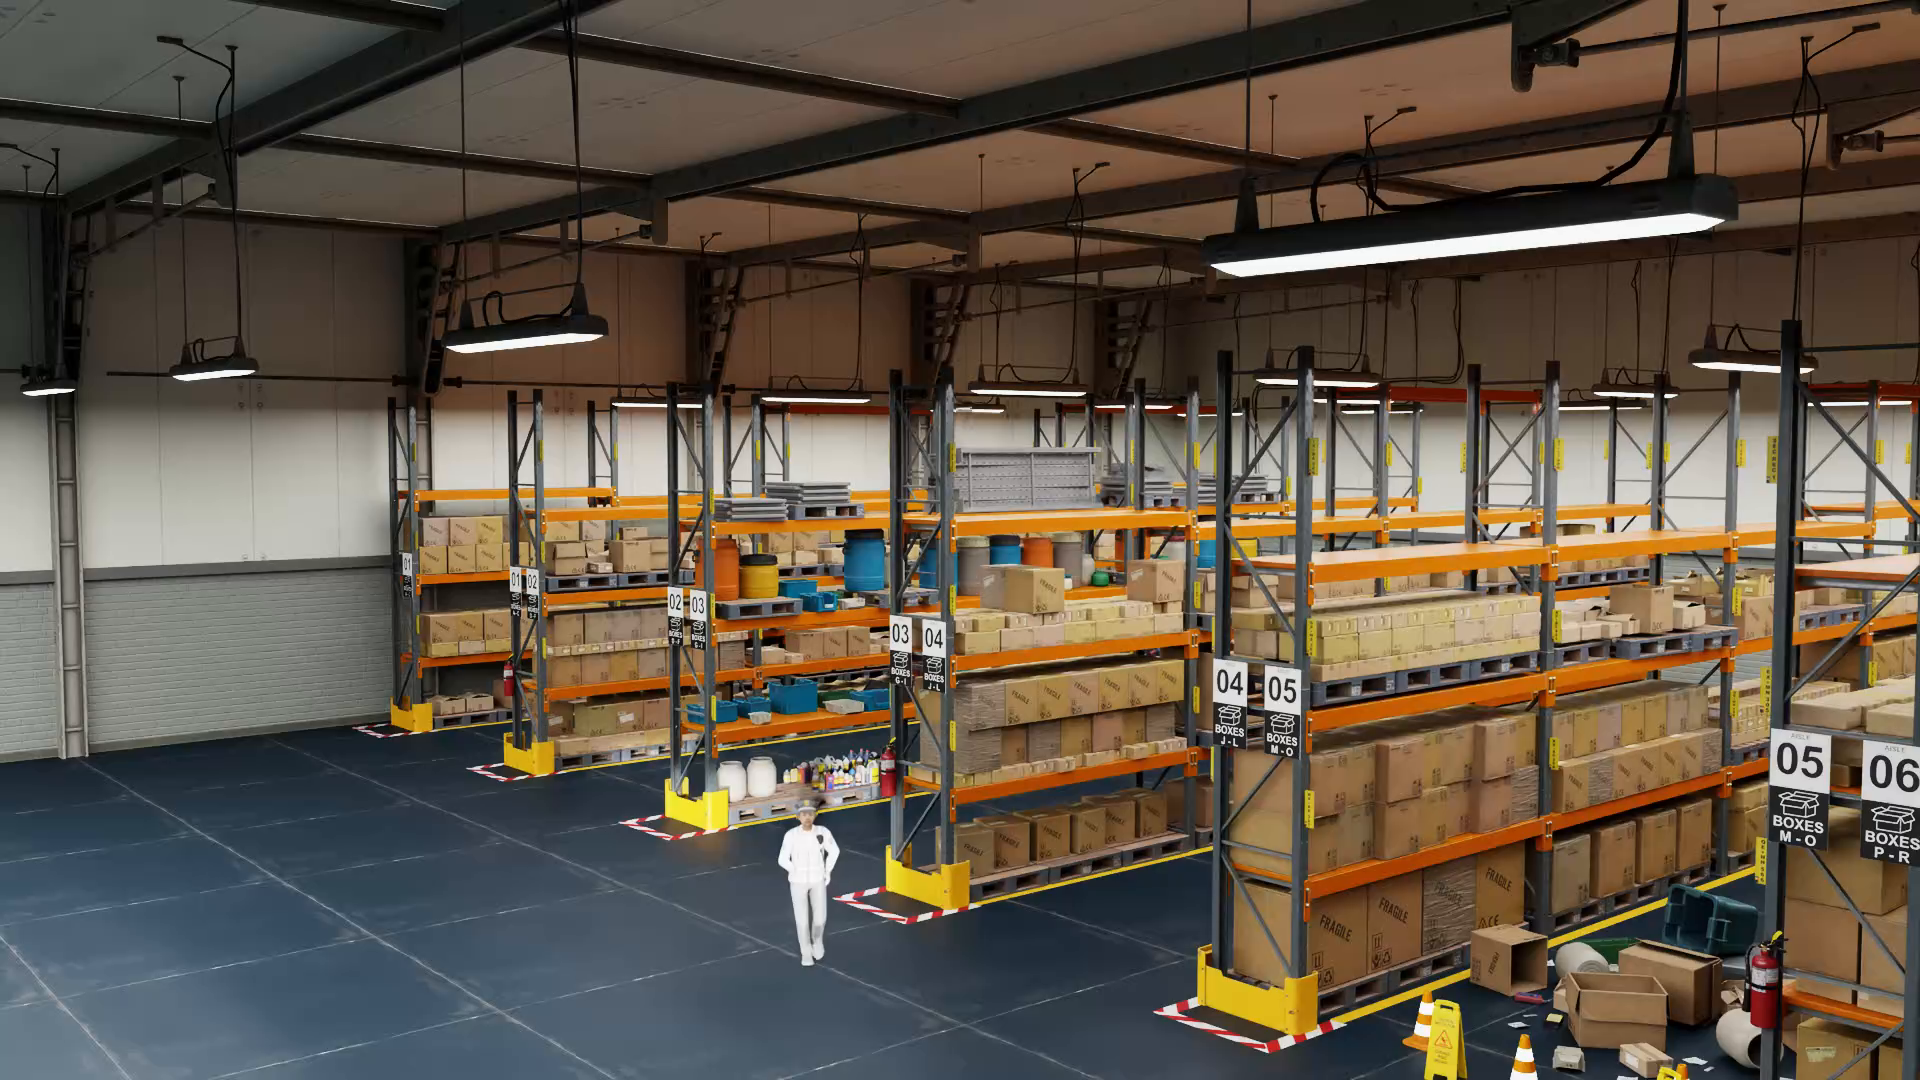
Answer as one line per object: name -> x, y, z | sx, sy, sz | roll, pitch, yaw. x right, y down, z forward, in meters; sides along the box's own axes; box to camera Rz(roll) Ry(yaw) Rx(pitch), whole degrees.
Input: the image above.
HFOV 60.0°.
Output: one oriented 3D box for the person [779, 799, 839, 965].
person -> -1.478, 3.375, 16.337 | 0.602, 1.654, 0.544 | 0, 3, -6
